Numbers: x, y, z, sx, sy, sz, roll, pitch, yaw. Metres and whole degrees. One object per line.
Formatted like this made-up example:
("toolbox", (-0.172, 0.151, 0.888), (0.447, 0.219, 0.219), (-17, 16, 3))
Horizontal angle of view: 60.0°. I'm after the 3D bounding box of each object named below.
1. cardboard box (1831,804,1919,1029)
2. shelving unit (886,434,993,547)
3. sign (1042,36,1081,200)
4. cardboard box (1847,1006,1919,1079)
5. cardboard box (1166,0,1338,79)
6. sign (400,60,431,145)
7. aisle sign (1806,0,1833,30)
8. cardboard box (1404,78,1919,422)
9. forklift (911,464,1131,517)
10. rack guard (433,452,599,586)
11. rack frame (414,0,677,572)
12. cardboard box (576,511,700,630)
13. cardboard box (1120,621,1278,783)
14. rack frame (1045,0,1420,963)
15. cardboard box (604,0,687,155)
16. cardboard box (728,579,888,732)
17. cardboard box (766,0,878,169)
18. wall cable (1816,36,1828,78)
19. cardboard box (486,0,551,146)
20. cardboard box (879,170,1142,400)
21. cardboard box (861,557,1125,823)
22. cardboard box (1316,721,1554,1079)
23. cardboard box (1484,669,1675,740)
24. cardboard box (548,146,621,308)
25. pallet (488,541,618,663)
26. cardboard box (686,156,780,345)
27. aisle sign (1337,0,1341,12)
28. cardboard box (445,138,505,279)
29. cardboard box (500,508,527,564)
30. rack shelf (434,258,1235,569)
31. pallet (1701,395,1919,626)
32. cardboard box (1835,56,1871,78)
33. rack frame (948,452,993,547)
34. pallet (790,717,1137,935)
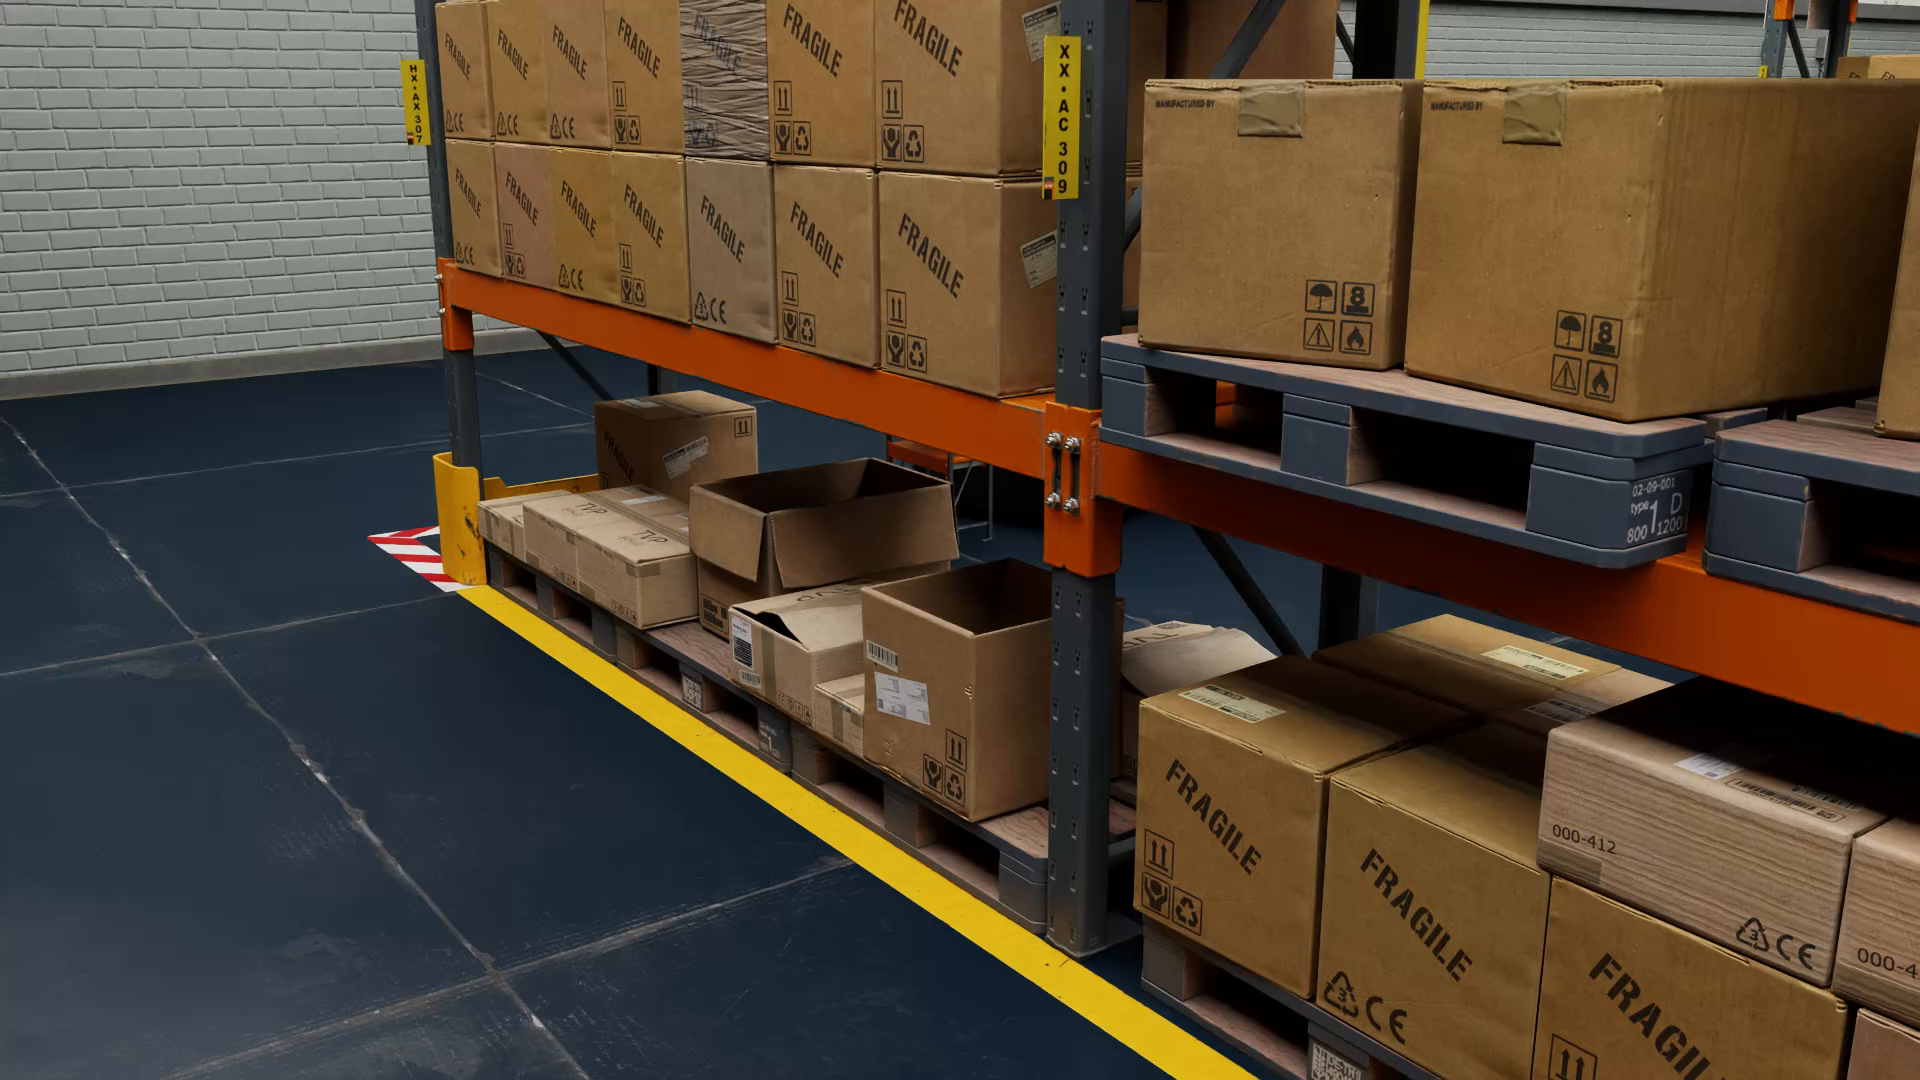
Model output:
("cardboard box", (1.618, 0.555, 2.348), (0.500, 0.250, 0.500), (-11, 19, -36))
("shelving unit", (-0.097, -0.614, 7.547), (0.258, 1.200, 0.503), (-11, 19, -35))
("sign", (0.213, -0.870, 3.434), (0.100, 0.325, 0.005), (-11, 19, -35))
("cardboard box", (1.642, 0.924, 2.419), (0.500, 0.500, 0.500), (-12, 19, -37))
("cardboard box", (0.598, -1.213, 4.244), (0.500, 0.500, 0.500), (-10, 18, -33))
("sign", (-2.144, -1.726, 6.560), (0.100, 0.325, 0.005), (-11, 19, -35))
("aisle sign", (6.511, -4.245, 12.481), (0.394, 0.787, 0.004), (-11, 19, -35))
("cardboard box", (1.200, -0.516, 2.796), (0.700, 0.500, 0.500), (-8, 17, -26))
("forklift", (0.993, -1.824, 8.688), (1.130, 2.935, 3.031), (10, 18, 32))
("rack guard", (-1.660, -0.171, 7.253), (1.175, 0.500, 0.348), (-11, 19, -35))
("rack frame", (-1.705, -1.393, 6.982), (1.000, 3.000, 0.127), (-11, 19, -35))
("cardboard box", (-1.027, 0.095, 5.922), (0.500, 0.250, 0.500), (-11, 19, -35))
("cardboard box", (0.575, 0.423, 4.609), (0.500, 0.311, 0.500), (-11, 19, -35))
("rack frame", (0.647, -0.539, 3.862), (1.000, 3.000, 0.127), (-11, 19, -35))
("cardboard box", (-0.754, -1.461, 5.149), (0.500, 0.500, 0.500), (-11, 19, -35))
("cardboard box", (-0.358, 0.308, 5.027), (0.500, 0.311, 0.500), (-11, 19, -35))
("cardboard box", (-0.163, -1.246, 4.362), (0.500, 0.500, 0.500), (-11, 19, -36))
("wall cable", (12.132, -6.381, 23.283), (0.588, 1.984, 0.122), (-11, 19, -35))
("cardboard box", (-1.344, -1.677, 5.938), (0.500, 0.500, 0.500), (-11, 19, -34))
("cardboard box", (0.146, -0.654, 4.093), (0.500, 0.500, 0.500), (-10, 18, -34))
("cardboard box", (0.083, 0.377, 4.417), (0.500, 0.500, 0.500), (-11, 19, -35))
("cardboard box", (1.057, 0.708, 3.208), (0.500, 0.500, 0.500), (-11, 19, -34))
("cardboard box", (1.453, 0.623, 3.521), (0.500, 0.500, 0.500), (-11, 19, -34))
("cardboard box", (-1.057, -1.088, 5.681), (0.500, 0.500, 0.500), (-11, 19, -35))
("pallet", (-1.191, 0.139, 6.670), (1.003, 0.211, 1.213), (-11, 19, -35))
("cardboard box", (-0.463, -0.873, 4.894), (0.500, 0.500, 0.500), (-10, 18, -33))
("aisle sign", (2.021, -3.384, 9.333), (0.394, 0.787, 0.004), (-11, 19, -35))
("cardboard box", (-1.657, -1.305, 6.474), (0.500, 0.500, 0.500), (-10, 18, -33))
("cardboard box", (-1.590, -0.042, 6.582), (0.380, 0.166, 0.250), (-11, 19, -35))
("rack shelf", (-0.529, -0.619, 5.517), (1.077, 0.370, 4.000), (-11, 19, -35))
("pallet", (1.852, -0.006, 2.281), (1.003, 0.211, 1.213), (-11, 19, -35))
("cardboard box", (6.809, -3.299, 12.248), (0.500, 0.500, 0.500), (-11, 19, -34))
("rack frame", (0.046, -0.562, 7.356), (0.240, 1.200, 0.015), (-11, 19, -35))
("pallet", (0.244, 0.660, 4.766), (1.003, 0.211, 1.213), (-11, 19, -35))
